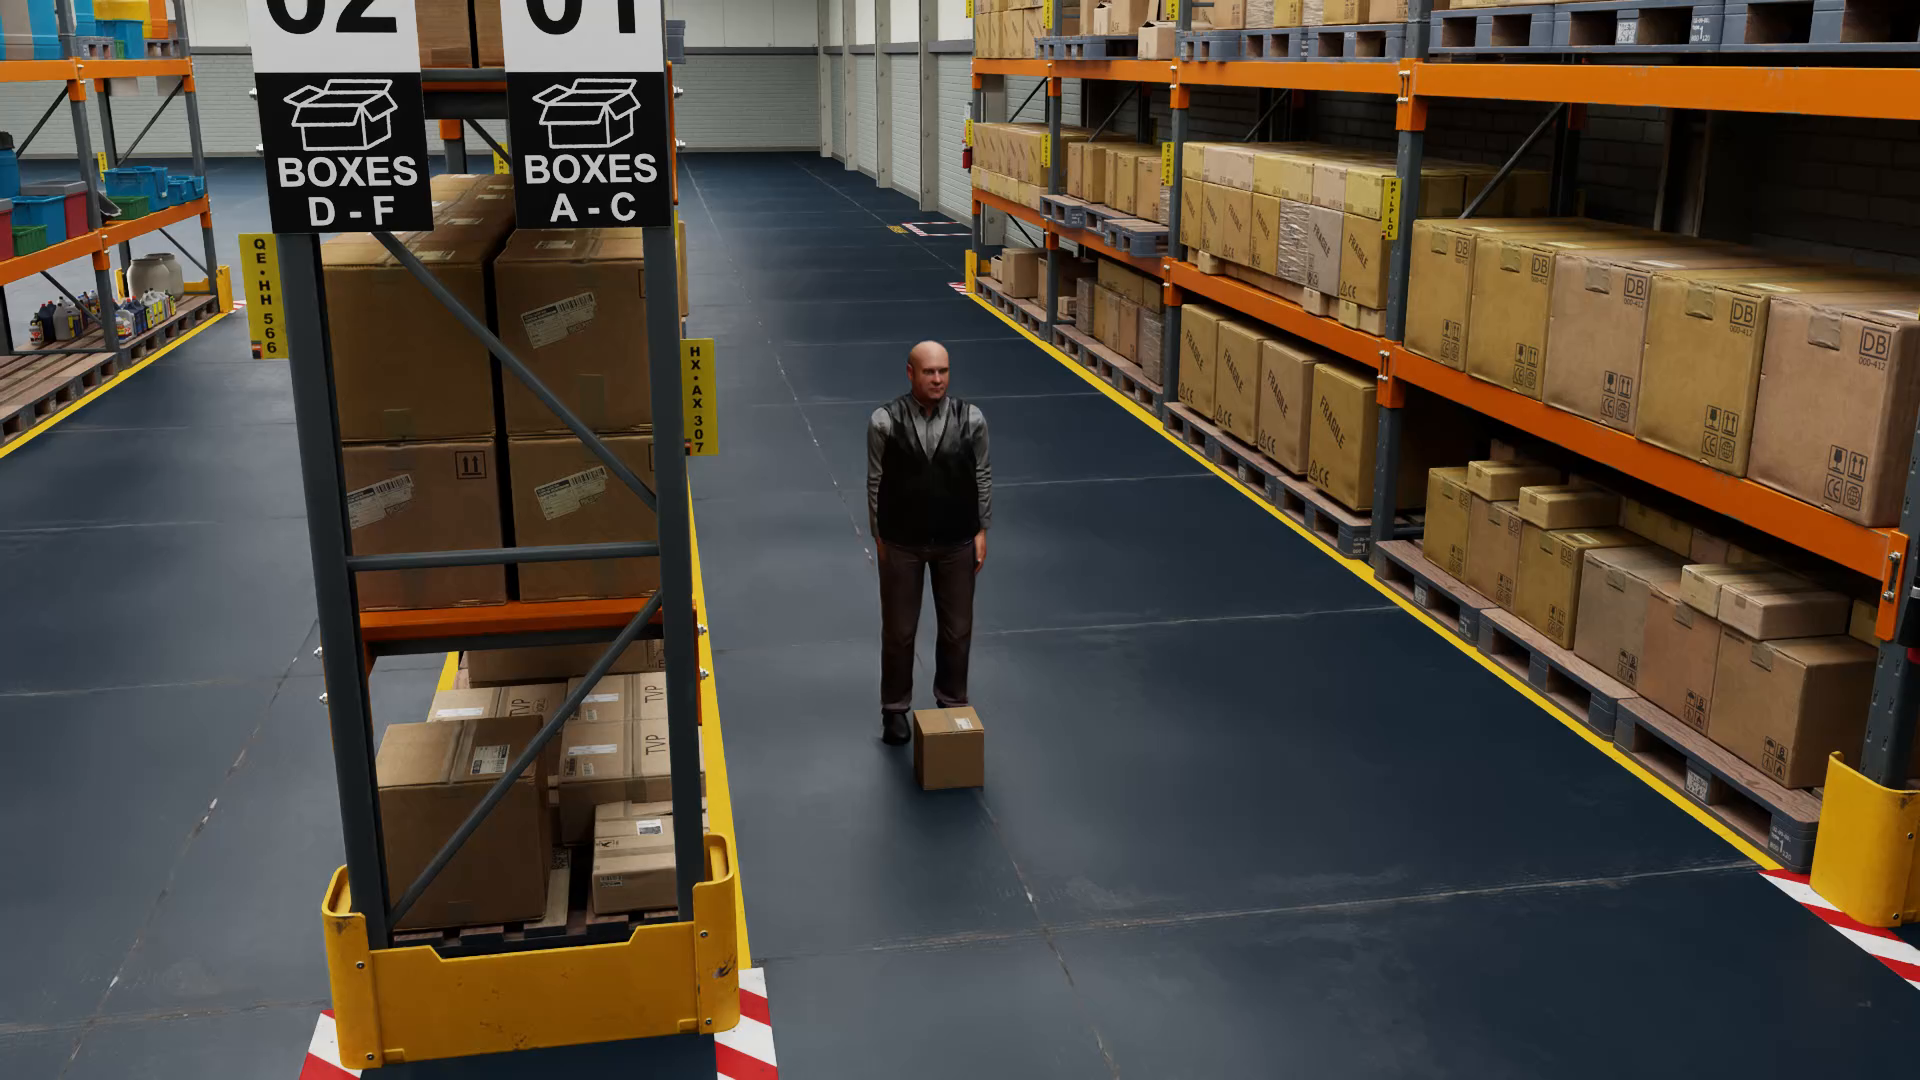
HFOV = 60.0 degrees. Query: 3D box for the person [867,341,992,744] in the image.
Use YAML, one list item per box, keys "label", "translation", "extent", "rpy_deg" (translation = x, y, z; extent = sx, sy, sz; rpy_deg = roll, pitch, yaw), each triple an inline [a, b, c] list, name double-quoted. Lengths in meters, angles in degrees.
- label: "person"
  translation: [-0.123, 0.014, 7.051]
  extent: [0.532, 1.717, 0.360]
  rpy_deg: [-3, 16, -9]
